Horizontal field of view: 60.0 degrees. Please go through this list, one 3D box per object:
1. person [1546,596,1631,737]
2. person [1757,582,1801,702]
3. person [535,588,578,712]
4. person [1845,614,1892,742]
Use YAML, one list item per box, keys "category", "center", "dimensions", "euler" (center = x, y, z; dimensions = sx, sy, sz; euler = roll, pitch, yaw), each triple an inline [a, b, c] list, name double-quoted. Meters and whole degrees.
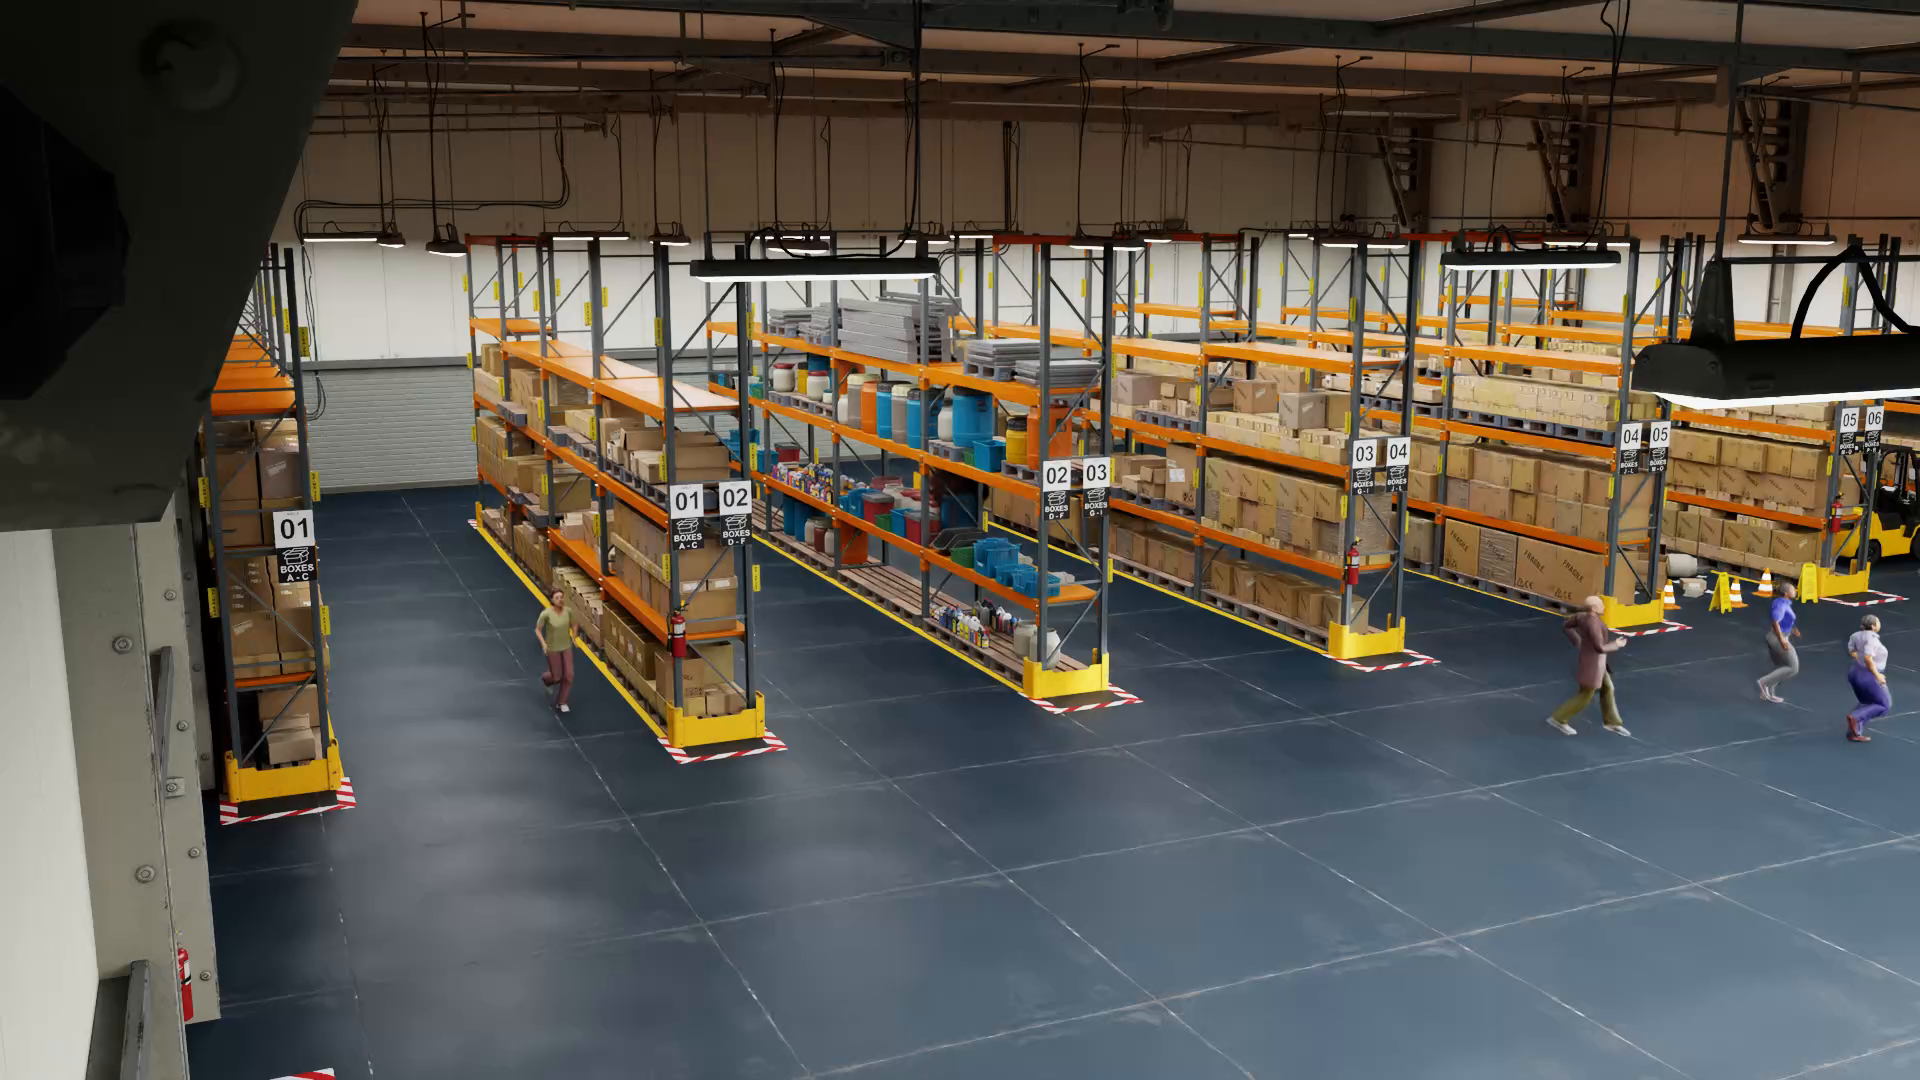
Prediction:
- category: "person"
  center: [7.780, 1.555, 20.430]
  dimensions: [1.048, 1.790, 0.729]
  euler: [2, 11, 9]
- category: "person"
  center: [10.839, 1.352, 21.964]
  dimensions: [0.550, 1.611, 0.590]
  euler: [2, 11, 11]
- category: "person"
  center: [-5.250, 1.401, 21.687]
  dimensions: [0.569, 1.621, 0.622]
  euler: [-6, 13, -30]
- category: "person"
  center: [11.063, 1.685, 20.268]
  dimensions: [0.547, 1.603, 0.607]
  euler: [0, 11, -2]
